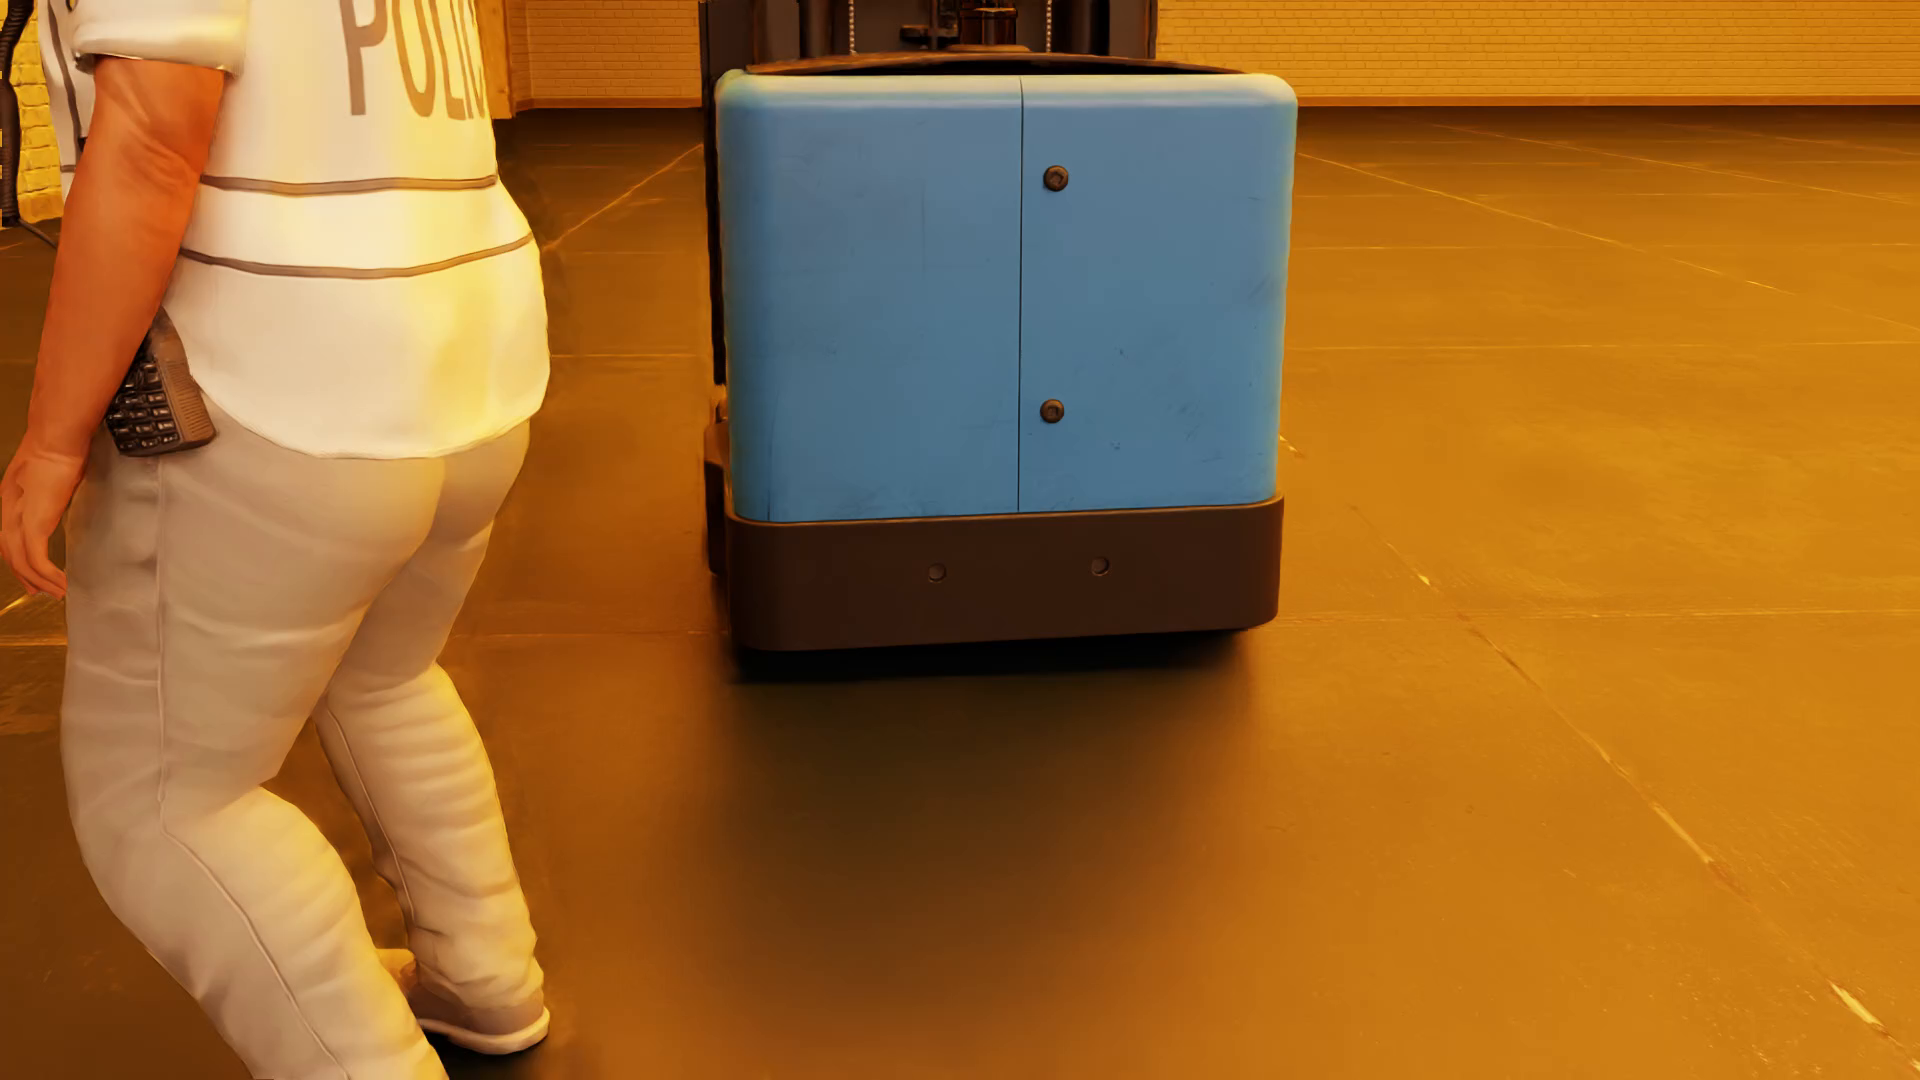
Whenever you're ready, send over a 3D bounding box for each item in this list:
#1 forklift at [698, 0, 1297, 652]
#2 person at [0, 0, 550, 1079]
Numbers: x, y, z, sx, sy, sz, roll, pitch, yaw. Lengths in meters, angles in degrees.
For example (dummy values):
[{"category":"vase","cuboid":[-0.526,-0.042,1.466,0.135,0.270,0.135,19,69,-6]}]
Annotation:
[{"category":"forklift","cuboid":[-0.109,-1.586,4.092,1.130,2.935,3.031,-2,17,-8]},{"category":"person","cuboid":[-0.618,-0.135,1.566,0.427,1.638,0.603,3,17,10]}]
